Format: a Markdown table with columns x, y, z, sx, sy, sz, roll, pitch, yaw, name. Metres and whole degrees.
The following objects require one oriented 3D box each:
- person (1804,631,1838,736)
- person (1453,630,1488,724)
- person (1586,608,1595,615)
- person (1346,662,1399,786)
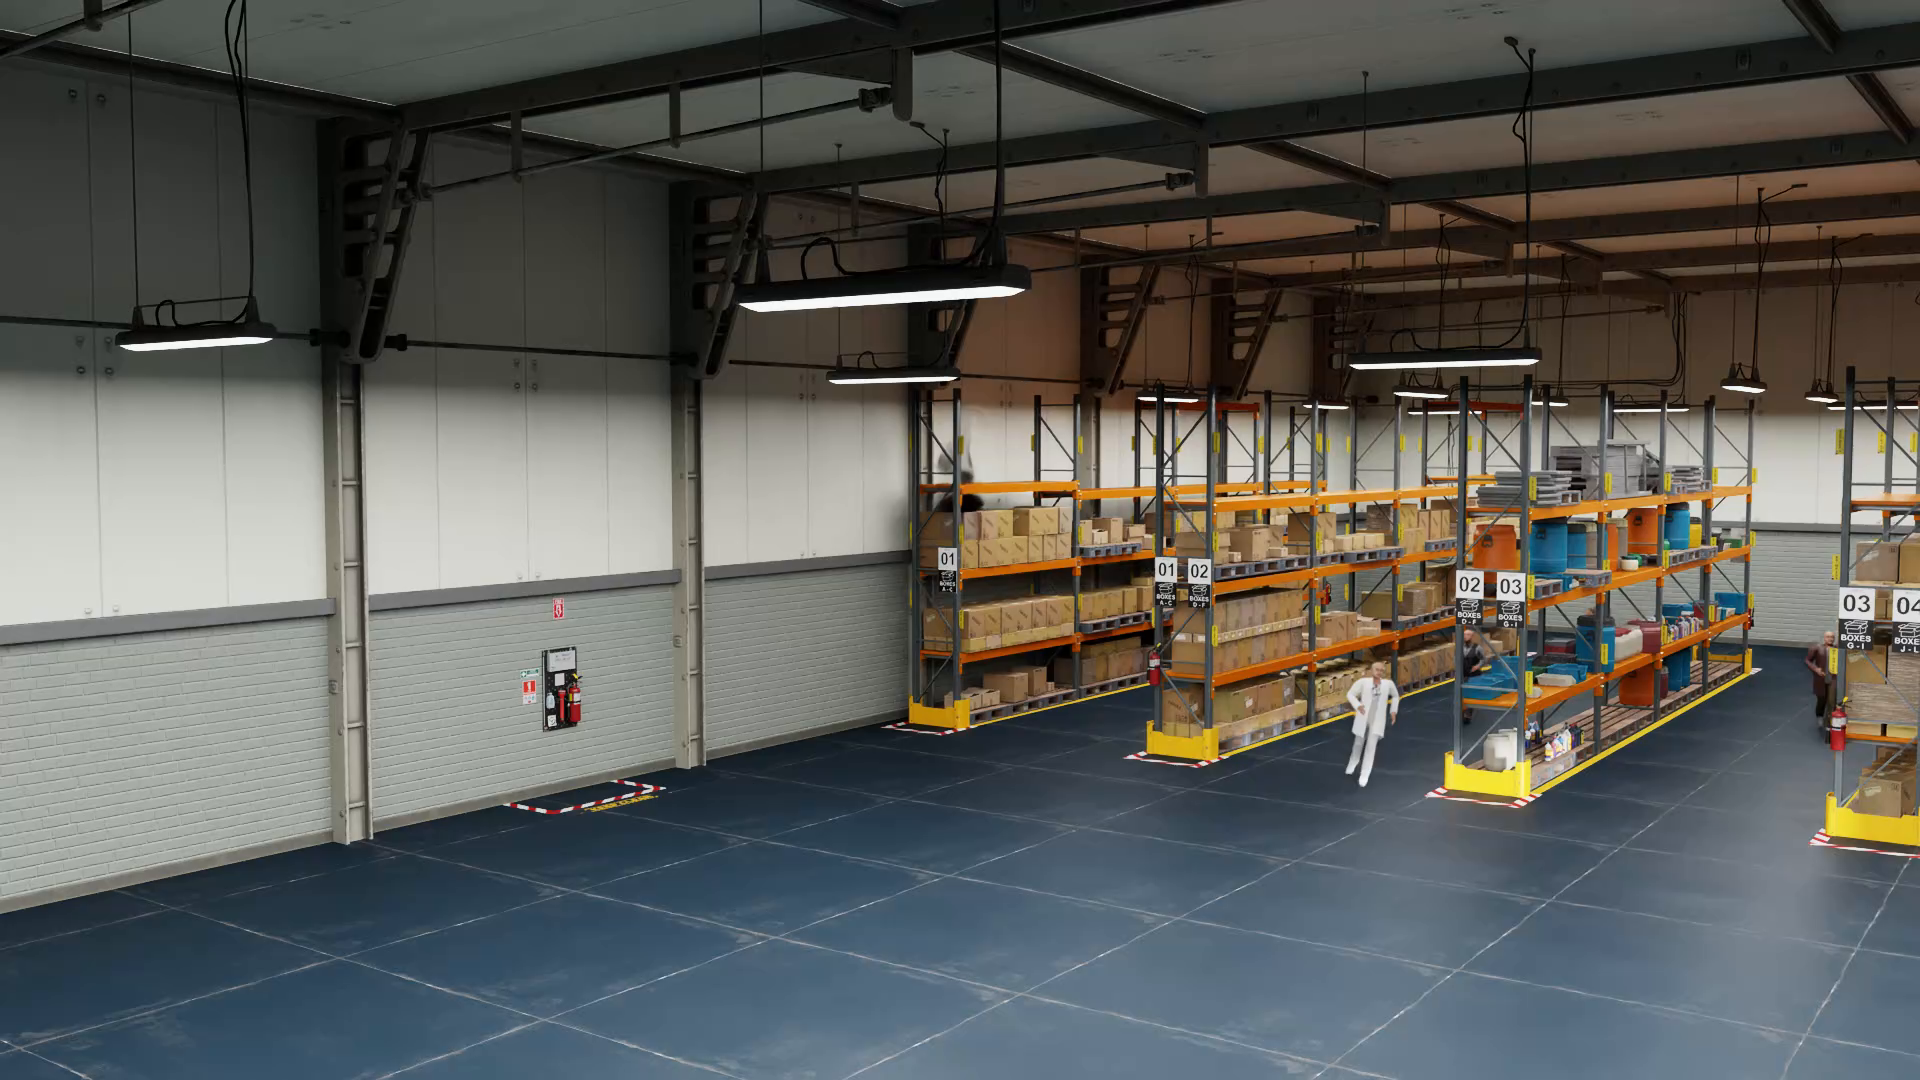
| x | y | z | sx | sy | sz | roll | pitch | yaw | name |
| --- | --- | --- | --- | --- | --- | --- | --- | --- | --- |
| 15.114 | 2.469 | 29.007 | 0.713 | 1.774 | 0.954 | 1 | 4 | 22 | person |
| 9.128 | 2.461 | 29.867 | 0.651 | 1.693 | 0.607 | 2 | 4 | 31 | person |
| 13.283 | 2.232 | 34.768 | 1.027 | 1.650 | 0.607 | -3 | 4 | -43 | person |
| 6.135 | 2.700 | 24.739 | 0.763 | 1.764 | 1.034 | 1 | 3 | 14 | person |
